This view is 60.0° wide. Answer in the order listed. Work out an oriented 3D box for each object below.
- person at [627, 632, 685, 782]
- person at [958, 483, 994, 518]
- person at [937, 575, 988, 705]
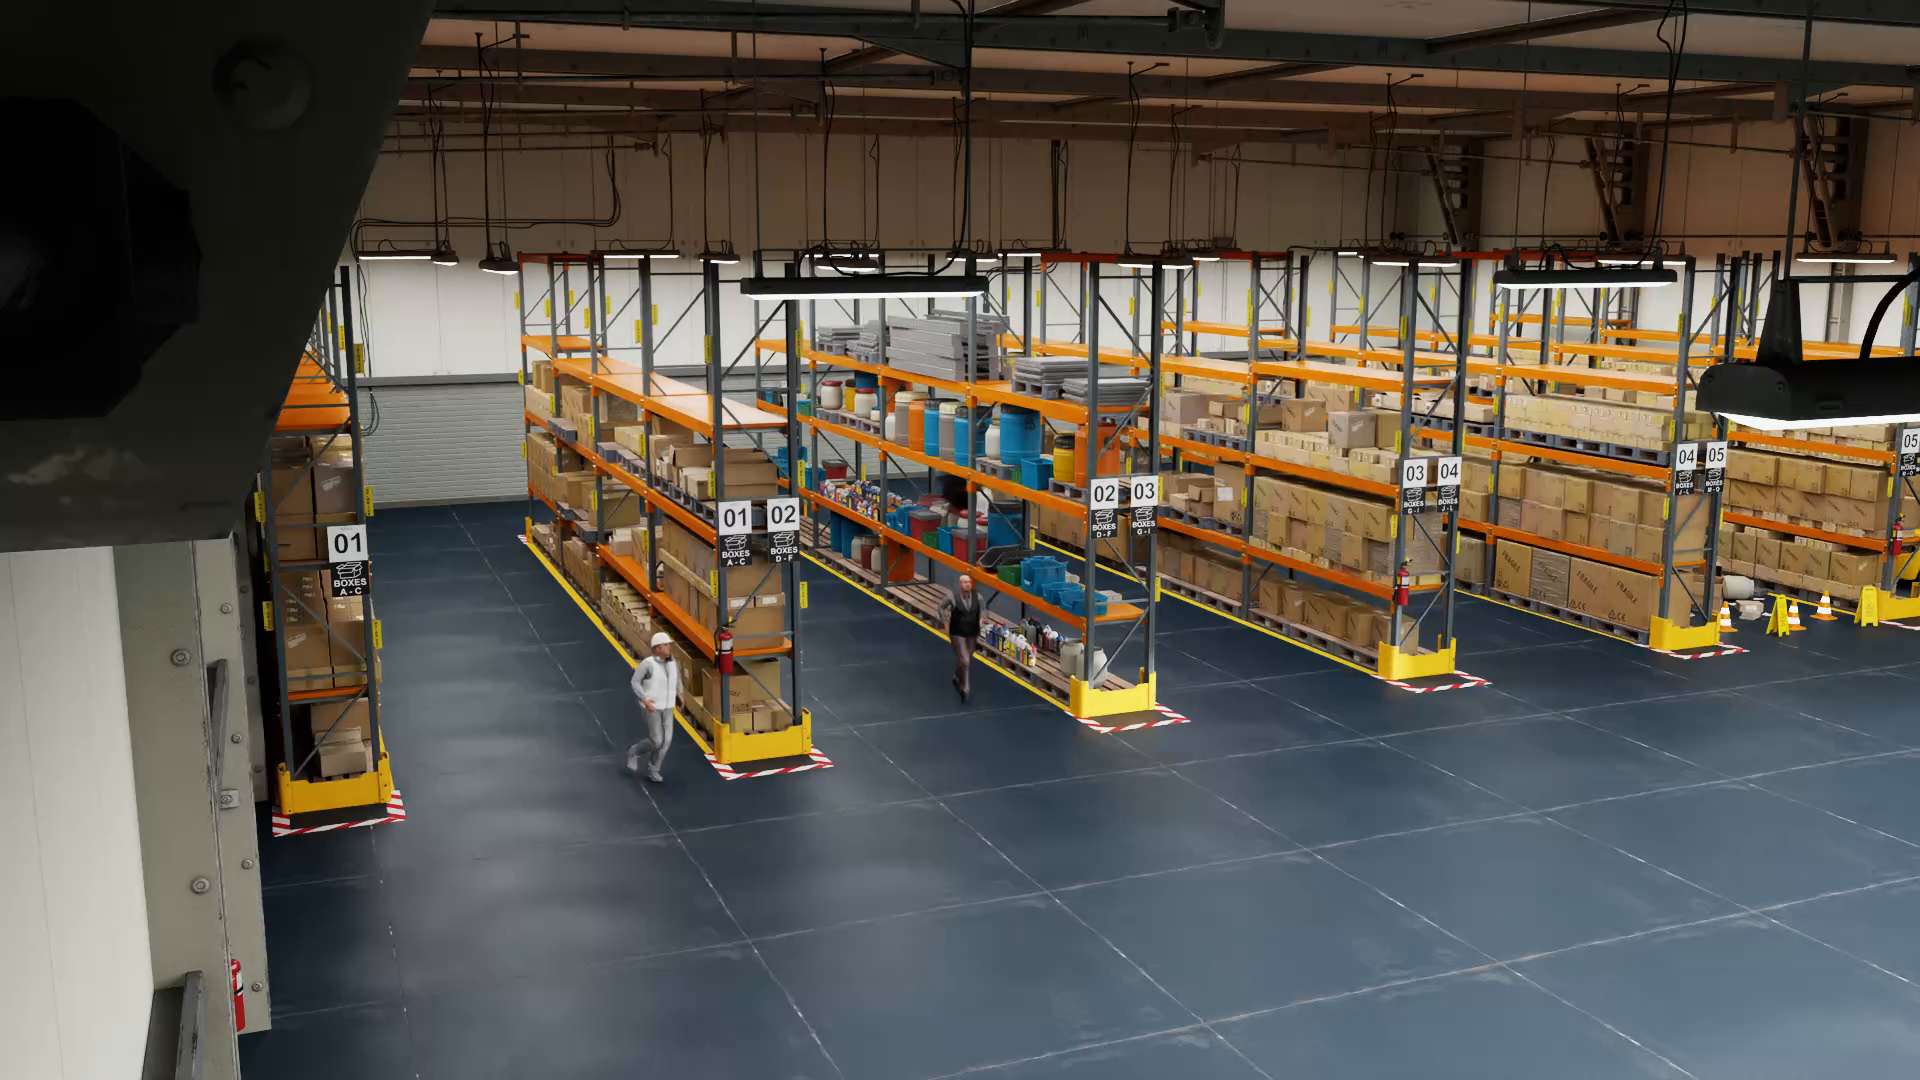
[{"bbox_3d":[-3.567,1.947,19.674,0.579,1.719,0.709,9,14,40],"label":"person"},{"bbox_3d":[0.404,-0.445,32.566,0.676,1.739,0.673,-8,13,-38],"label":"person"},{"bbox_3d":[0.064,1.273,22.950,0.647,1.627,0.795,-5,12,-26],"label":"person"}]
